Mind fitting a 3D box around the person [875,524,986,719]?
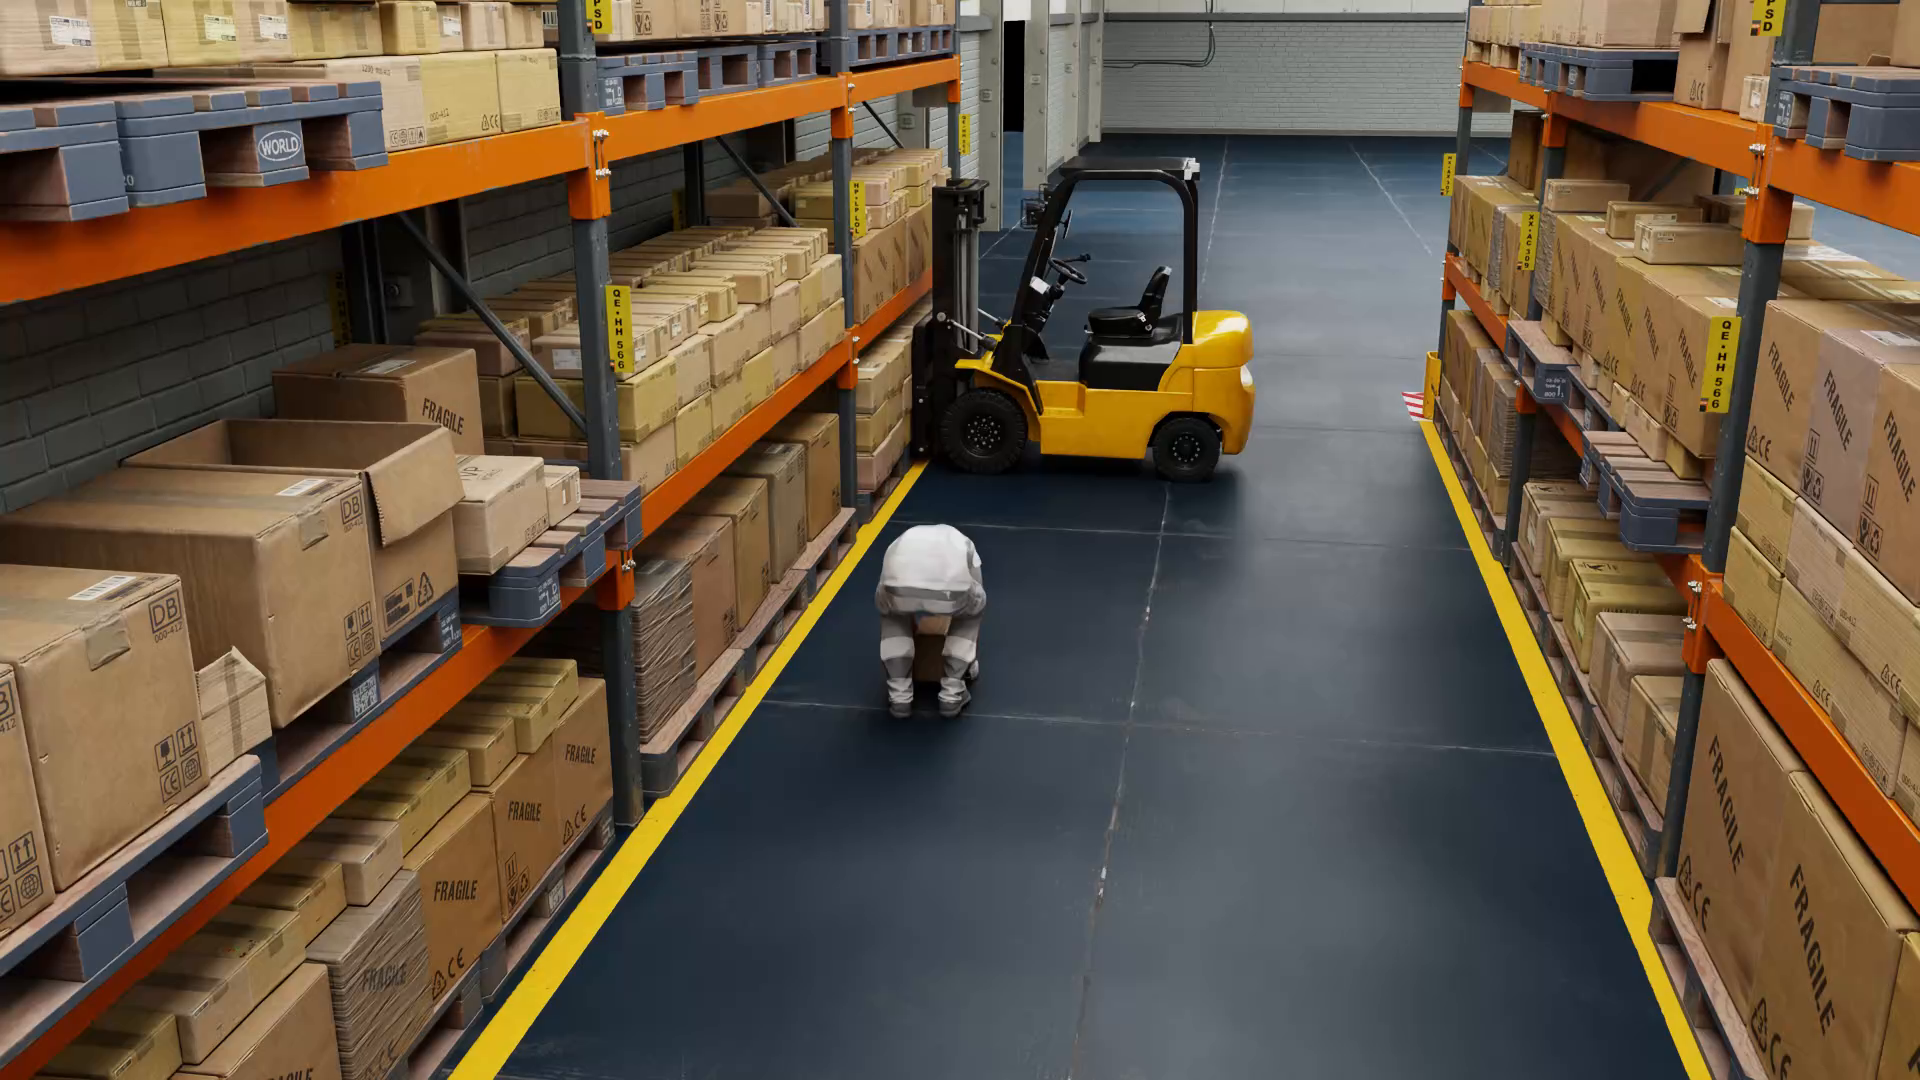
[{"bbox_3d":[-0.134,0.328,7.934,0.531,0.925,0.954,2,18,6],"label":"person"}]
